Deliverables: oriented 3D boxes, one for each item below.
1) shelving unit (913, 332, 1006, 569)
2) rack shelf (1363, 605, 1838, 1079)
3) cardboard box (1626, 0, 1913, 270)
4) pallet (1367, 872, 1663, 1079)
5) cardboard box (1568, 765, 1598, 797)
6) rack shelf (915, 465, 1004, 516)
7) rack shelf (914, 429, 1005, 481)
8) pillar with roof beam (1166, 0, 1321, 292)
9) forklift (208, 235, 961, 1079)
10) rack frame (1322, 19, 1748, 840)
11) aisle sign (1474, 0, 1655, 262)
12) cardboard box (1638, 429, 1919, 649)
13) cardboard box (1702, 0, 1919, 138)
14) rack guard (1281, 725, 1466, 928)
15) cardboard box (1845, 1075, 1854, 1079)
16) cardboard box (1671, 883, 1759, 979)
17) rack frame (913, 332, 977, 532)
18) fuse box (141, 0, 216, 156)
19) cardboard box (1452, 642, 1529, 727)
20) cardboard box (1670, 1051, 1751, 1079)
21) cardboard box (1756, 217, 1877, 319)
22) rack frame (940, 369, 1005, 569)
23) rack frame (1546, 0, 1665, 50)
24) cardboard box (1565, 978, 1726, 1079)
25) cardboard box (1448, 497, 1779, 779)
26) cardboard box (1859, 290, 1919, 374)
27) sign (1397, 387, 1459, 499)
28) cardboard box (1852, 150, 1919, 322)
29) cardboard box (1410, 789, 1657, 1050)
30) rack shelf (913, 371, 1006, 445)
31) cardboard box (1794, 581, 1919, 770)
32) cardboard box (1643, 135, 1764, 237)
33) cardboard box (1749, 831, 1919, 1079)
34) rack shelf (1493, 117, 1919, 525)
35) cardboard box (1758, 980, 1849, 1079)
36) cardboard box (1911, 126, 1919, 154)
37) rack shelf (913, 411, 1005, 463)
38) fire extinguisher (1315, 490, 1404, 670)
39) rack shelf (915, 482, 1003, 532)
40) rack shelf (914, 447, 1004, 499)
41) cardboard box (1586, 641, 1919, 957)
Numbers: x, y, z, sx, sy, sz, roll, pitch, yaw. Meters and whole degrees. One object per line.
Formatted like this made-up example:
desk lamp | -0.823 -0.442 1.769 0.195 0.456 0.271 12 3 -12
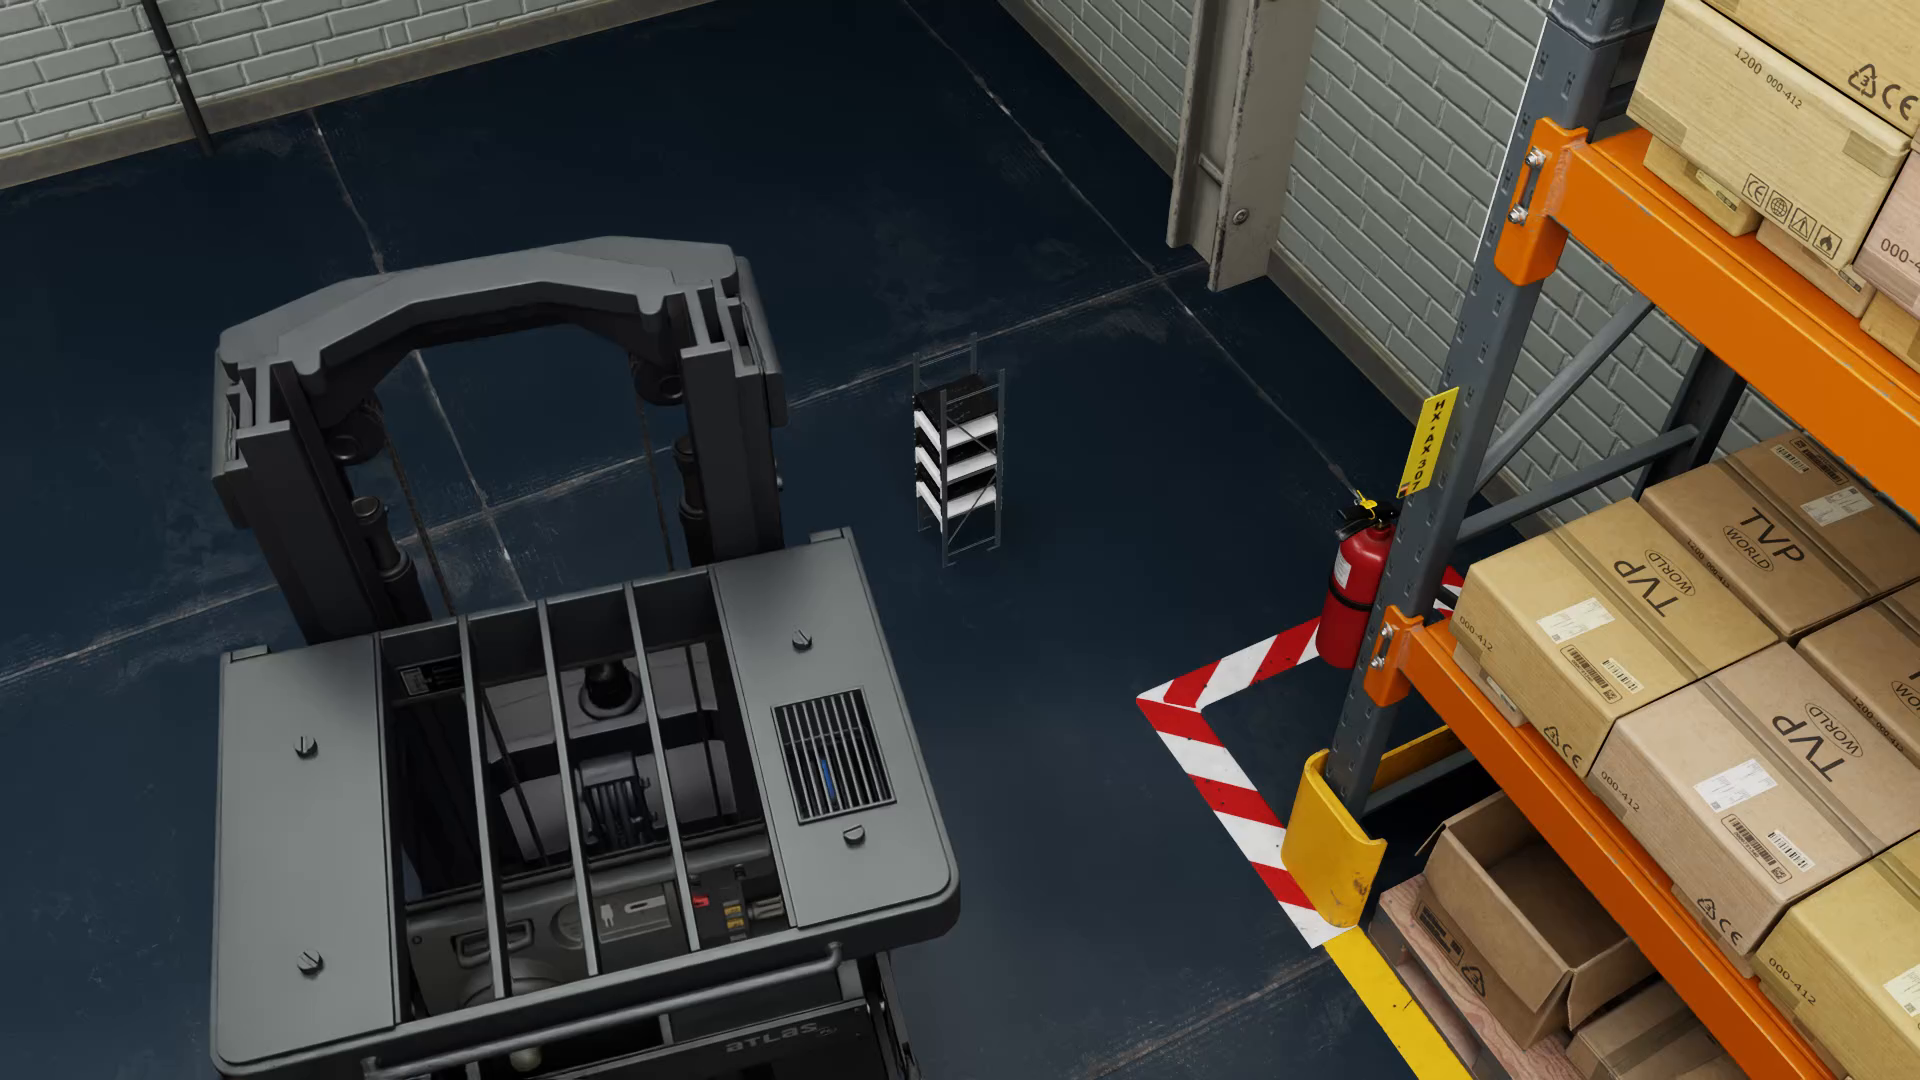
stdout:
shelving unit | -0.004 -0.302 5.916 0.258 0.900 0.210 -21 52 -18
rack shelf | 2.489 1.450 3.467 1.077 0.370 4.000 -21 52 -18
cardboard box | 1.534 -0.771 2.841 0.500 0.250 0.500 -22 52 -18
pallet | 1.974 1.376 4.906 1.003 0.211 1.213 -21 52 -18
cardboard box | 1.638 0.426 4.052 0.380 0.149 0.250 -20 52 -17
rack shelf | -0.004 -0.220 6.009 0.258 0.077 0.200 -21 52 -18
rack shelf | -0.004 -0.339 5.873 0.258 0.077 0.200 -21 52 -18
pillar with roof beam | -2.686 -2.733 2.662 9.100 9.000 0.400 -21 52 -18
forklift | -0.634 0.980 3.446 1.130 2.935 3.031 -12 50 -10
rack frame | 1.574 -0.126 4.367 1.000 3.000 0.127 -21 52 -18
aisle sign | 1.282 -0.926 3.340 0.394 0.787 0.004 -21 52 -18
cardboard box | 2.020 0.042 4.123 0.500 0.250 0.500 -20 52 -16
cardboard box | 1.554 -0.943 2.659 0.500 0.250 0.500 -22 52 -18
rack guard | 1.609 0.748 5.264 1.175 0.500 0.348 -21 52 -18
cardboard box | 2.026 1.151 3.418 0.380 0.149 0.250 -23 53 -19
cardboard box | 1.850 0.780 3.742 0.380 0.149 0.250 -20 52 -16
rack frame | -0.050 -0.370 5.976 0.240 0.900 0.006 -21 52 -18
fuse box | -3.504 -2.381 7.196 0.539 1.711 0.414 -21 52 -18
cardboard box | 1.480 0.271 4.187 0.380 0.149 0.250 -22 52 -18
cardboard box | 2.126 1.586 4.251 0.700 0.500 0.500 -19 52 -16
cardboard box | 1.656 -0.571 2.931 0.380 0.149 0.250 -20 52 -17
rack frame | 0.043 -0.234 5.857 0.240 0.900 0.006 -21 52 -18
rack frame | 1.574 -2.101 2.109 1.000 3.000 0.127 -21 52 -18
cardboard box | 1.929 1.414 4.635 0.380 0.149 0.250 -23 53 -19
cardboard box | 1.542 0.222 3.965 0.500 0.250 0.500 -21 52 -17
cardboard box | 1.759 -0.393 2.775 0.380 0.149 0.250 -21 52 -17
sign | 1.092 -0.224 3.878 0.100 0.325 0.005 -21 52 -18
cardboard box | 1.785 -0.438 2.549 0.500 0.250 0.500 -20 52 -17
cardboard box | 1.770 1.000 4.762 0.797 0.503 0.637 -23 53 -19
rack shelf | -0.004 -0.458 5.738 0.258 0.077 0.200 -21 52 -18
cardboard box | 2.255 0.388 3.820 0.500 0.250 0.500 -21 52 -17
cardboard box | 1.513 -0.737 3.076 0.380 0.149 0.250 -20 52 -17
cardboard box | 2.008 0.897 3.374 0.500 0.250 0.500 -22 52 -18
rack shelf | 2.489 0.462 2.338 1.077 0.370 4.000 -21 52 -18
cardboard box | 1.977 0.956 3.588 0.380 0.149 0.250 -20 52 -17
cardboard box | 1.770 -0.596 2.356 0.500 0.250 0.500 -22 52 -18
rack shelf | -0.004 -0.398 5.806 0.258 0.077 0.200 -21 52 -18
fire extinguisher | 1.096 0.083 4.484 0.296 0.674 0.183 -21 52 -18
rack shelf | -0.004 -0.161 6.077 0.258 0.077 0.200 -21 52 -18
rack shelf | -0.004 -0.280 5.941 0.258 0.077 0.200 -21 52 -18
cardboard box | 1.773 0.559 3.670 0.500 0.250 0.500 -21 52 -17
